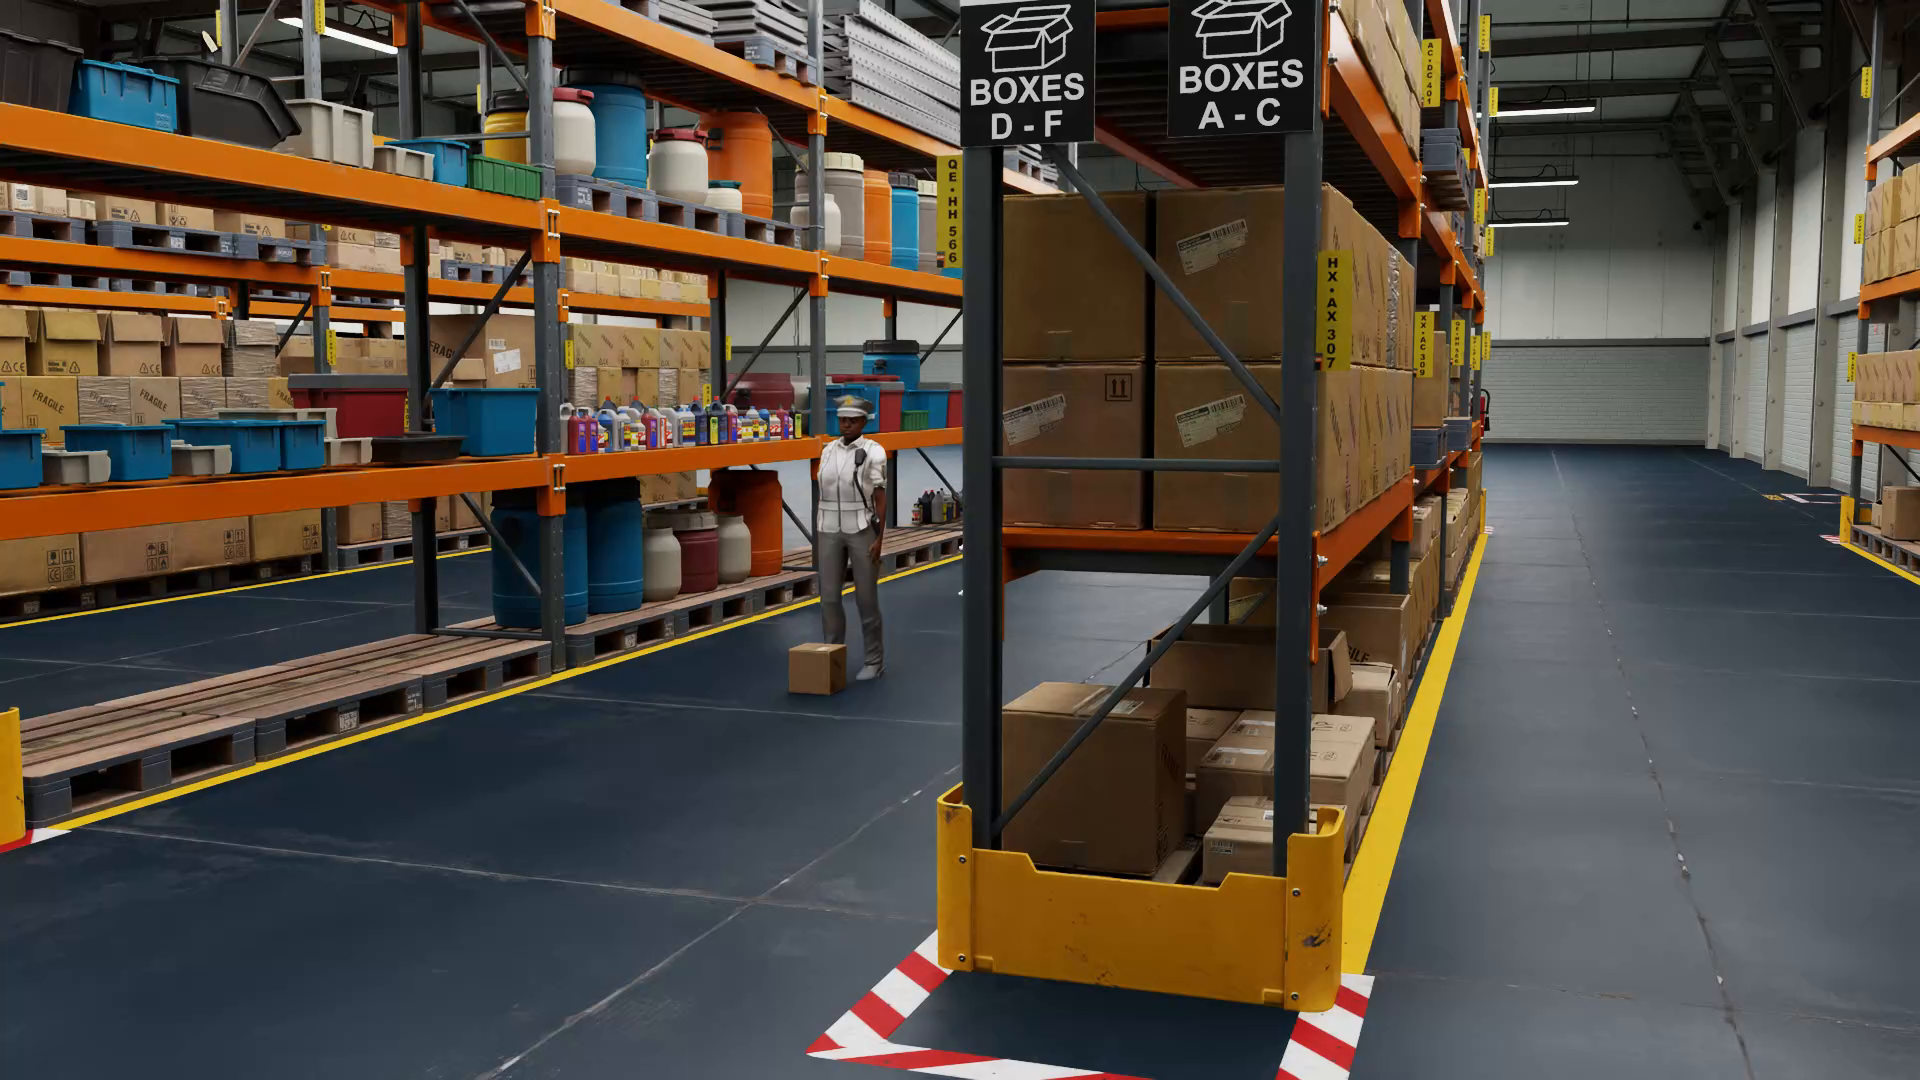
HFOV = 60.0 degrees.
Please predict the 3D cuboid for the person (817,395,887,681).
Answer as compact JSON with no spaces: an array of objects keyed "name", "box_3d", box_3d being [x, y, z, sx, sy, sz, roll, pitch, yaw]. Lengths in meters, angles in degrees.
[{"name":"person","box_3d":[-0.645,-0.006,9.859,0.435,1.696,0.343,2,6,20]}]
